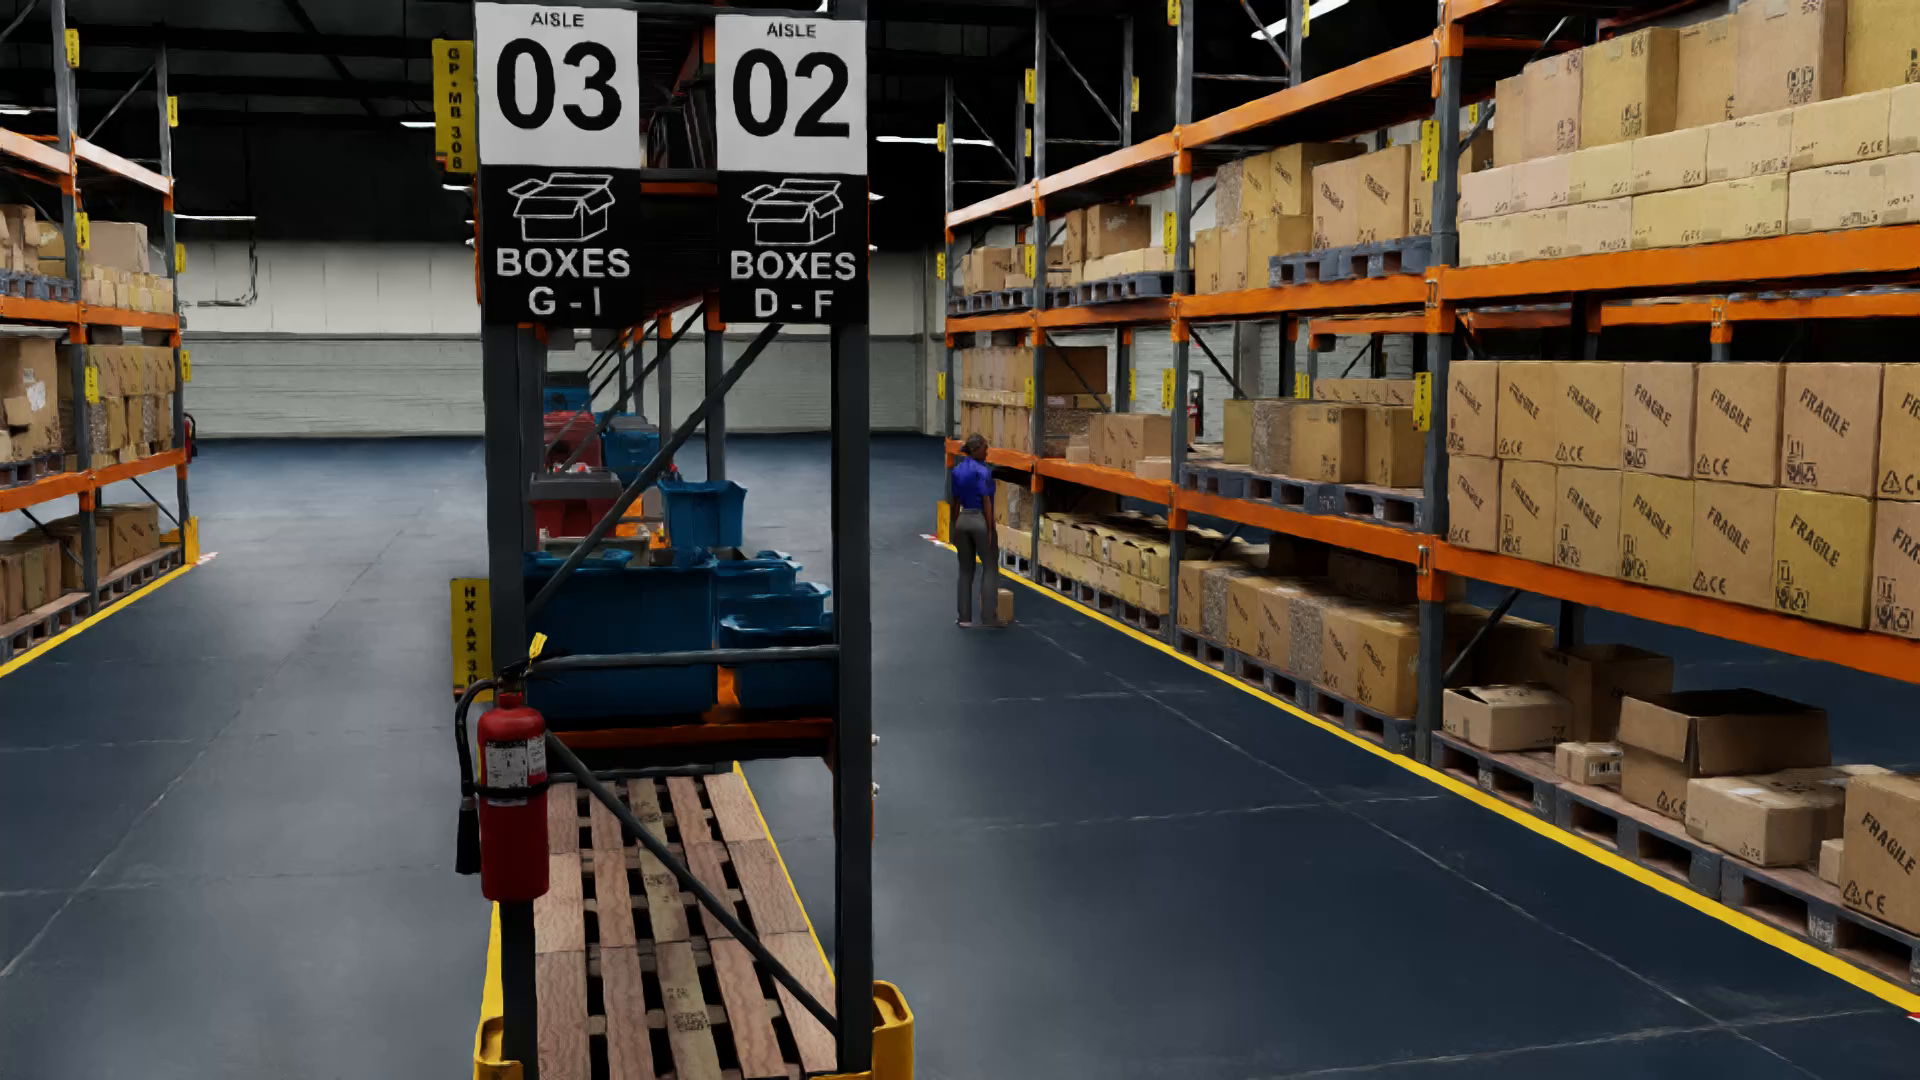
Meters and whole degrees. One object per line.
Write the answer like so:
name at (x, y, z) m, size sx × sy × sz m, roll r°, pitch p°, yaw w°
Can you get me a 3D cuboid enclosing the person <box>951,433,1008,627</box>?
person at (0.126, -0.084, 14.223) m, size 0.549 × 1.663 × 0.319 m, roll 5°, pitch 8°, yaw 37°
